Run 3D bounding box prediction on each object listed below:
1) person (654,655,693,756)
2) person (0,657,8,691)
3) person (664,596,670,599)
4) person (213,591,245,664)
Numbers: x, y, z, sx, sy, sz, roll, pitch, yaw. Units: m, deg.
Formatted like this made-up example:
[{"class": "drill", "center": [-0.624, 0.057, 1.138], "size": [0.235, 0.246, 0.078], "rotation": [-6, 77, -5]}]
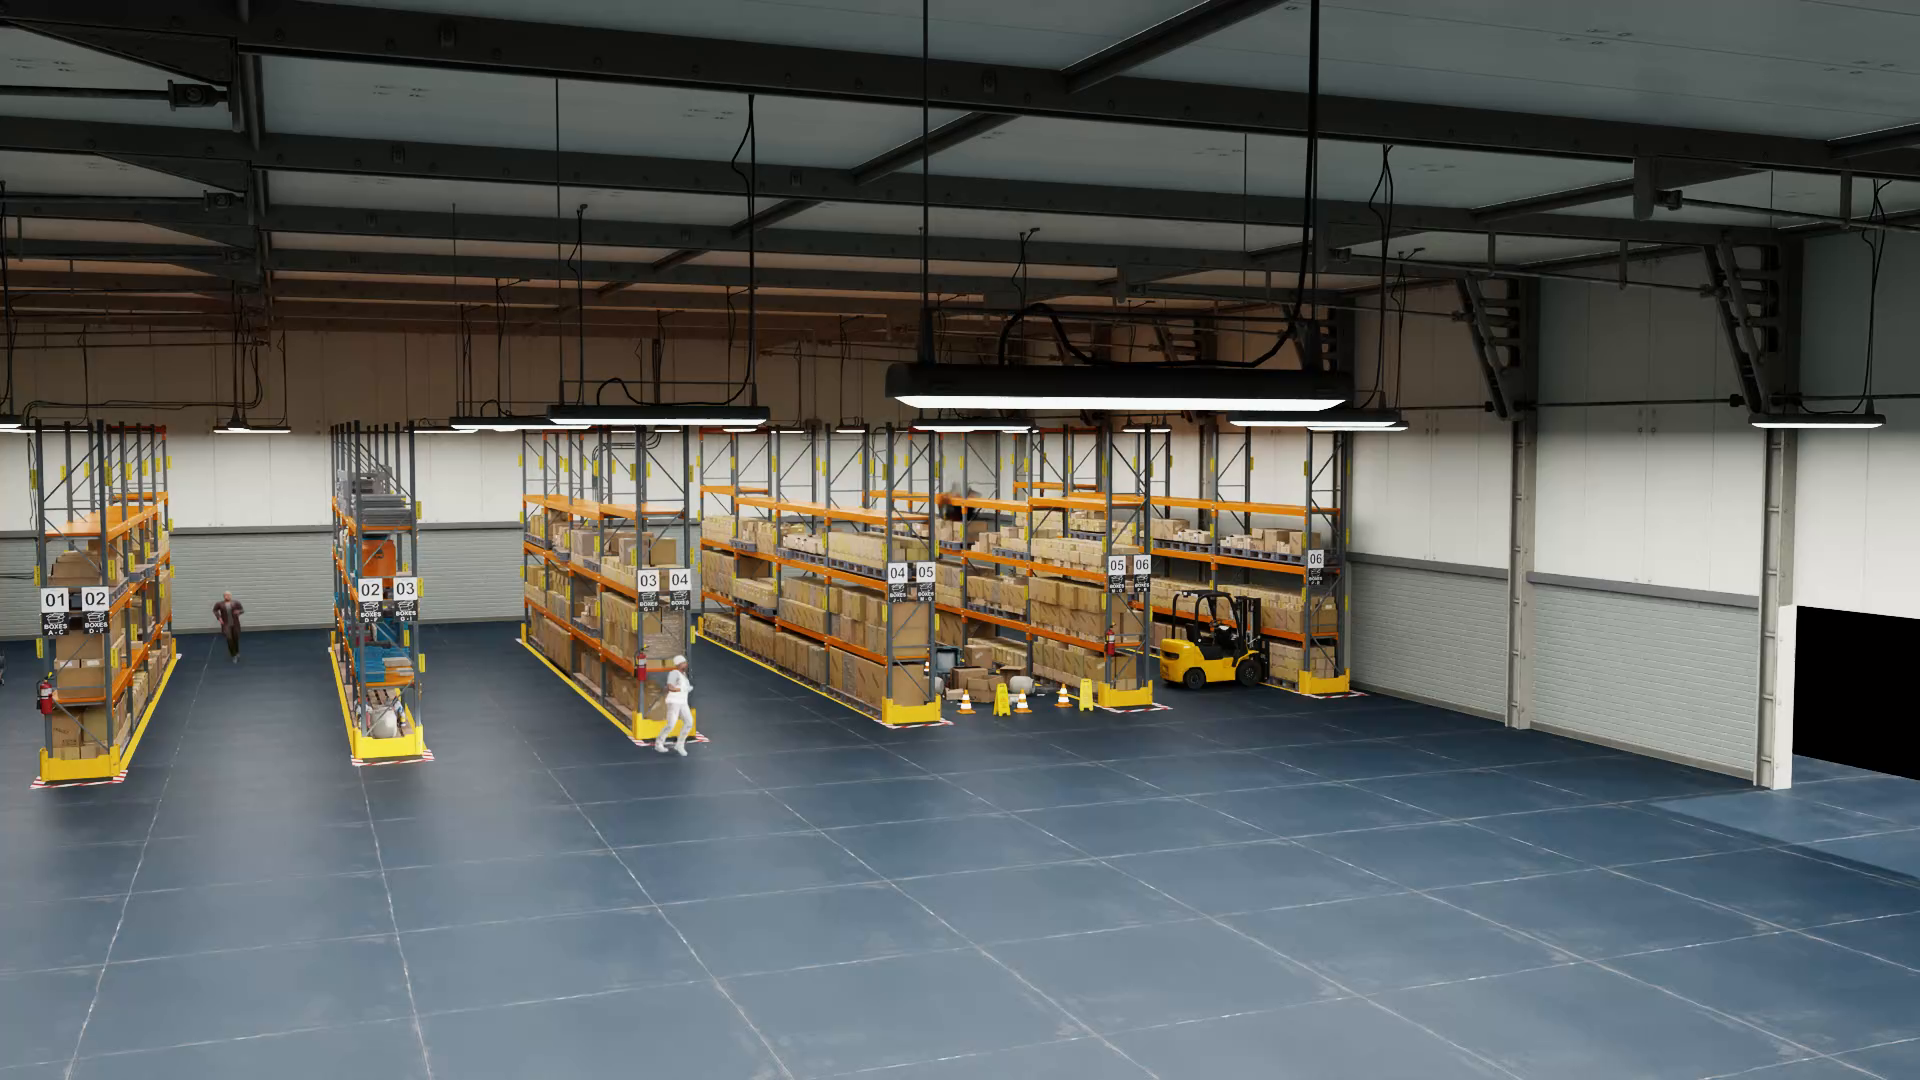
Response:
[{"class": "person", "center": [-5.080, 2.977, 29.997], "size": [0.723, 1.792, 0.685], "rotation": [1, 4, 21]}, {"class": "person", "center": [-18.864, 2.855, 32.313], "size": [0.644, 1.690, 0.593], "rotation": [-2, 4, -34]}, {"class": "person", "center": [-8.305, 1.963, 46.602], "size": [0.704, 1.730, 0.722], "rotation": [0, 4, -1]}, {"class": "person", "center": [-18.549, 2.196, 42.227], "size": [0.704, 1.823, 0.933], "rotation": [-2, 4, -30]}]
